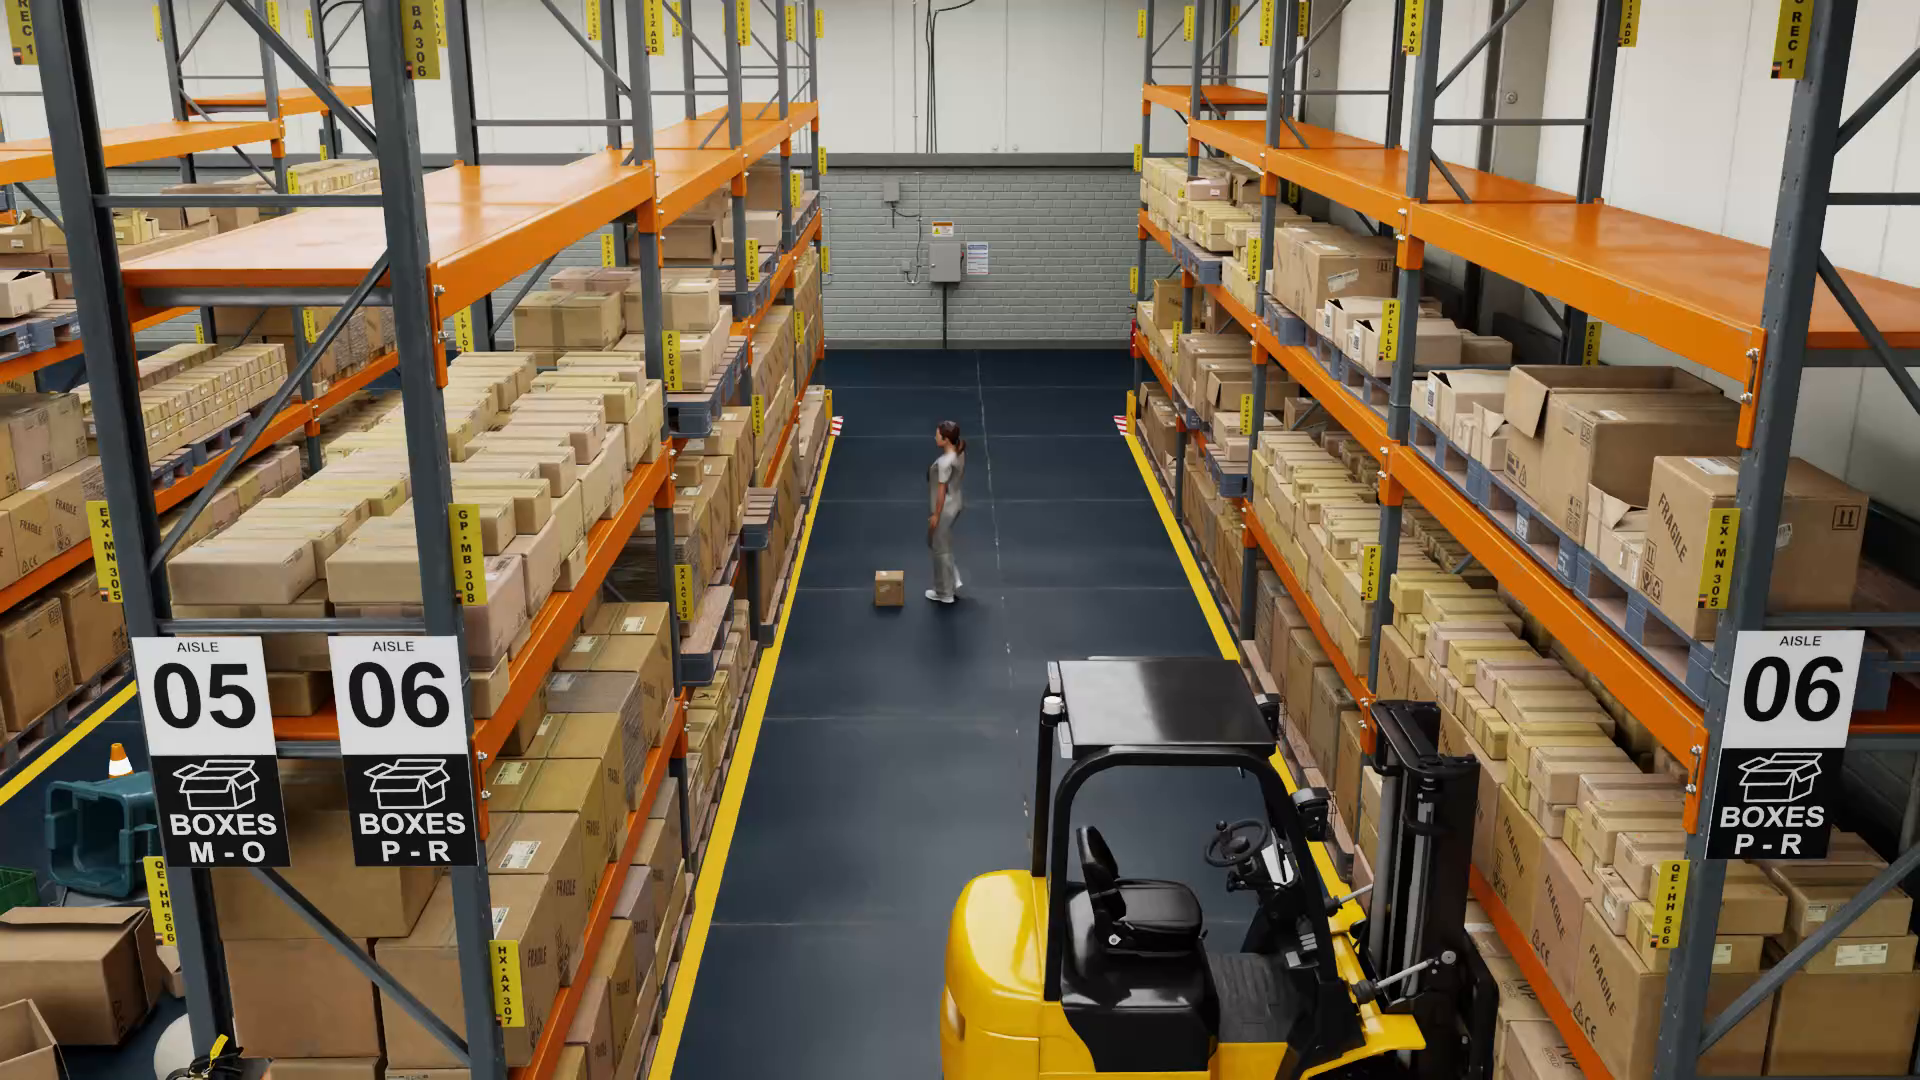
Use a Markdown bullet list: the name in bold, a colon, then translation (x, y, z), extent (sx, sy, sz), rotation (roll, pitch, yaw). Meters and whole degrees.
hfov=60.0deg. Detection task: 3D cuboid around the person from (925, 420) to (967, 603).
- **person**: translation (-0.141, -0.241, 14.843), extent (0.433, 1.698, 0.465), rotation (6, 18, 18)
